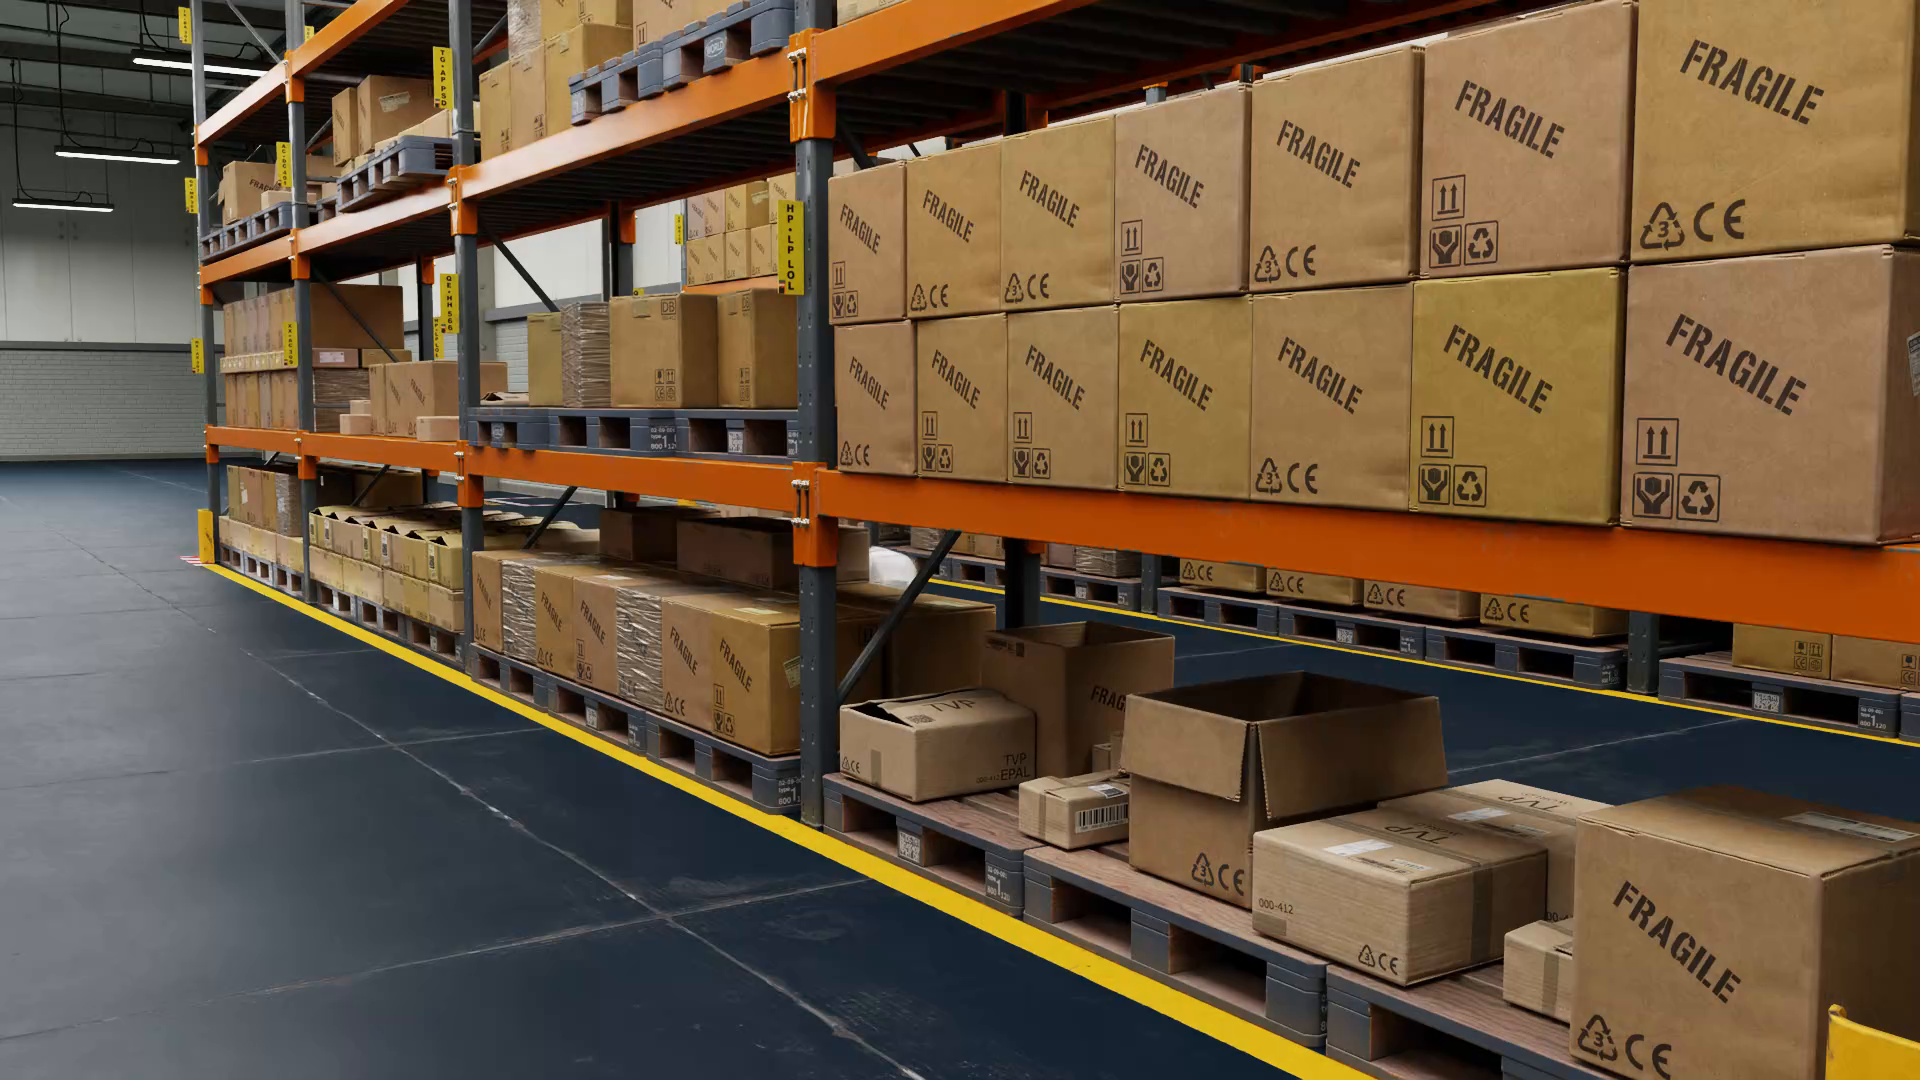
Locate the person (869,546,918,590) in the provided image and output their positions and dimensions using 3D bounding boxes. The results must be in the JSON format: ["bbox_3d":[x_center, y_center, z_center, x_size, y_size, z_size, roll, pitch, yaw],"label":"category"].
[{"bbox_3d":[-0.599,0.378,9.644,0.455,0.764,0.915,-3,6,-35],"label":"person"}]
